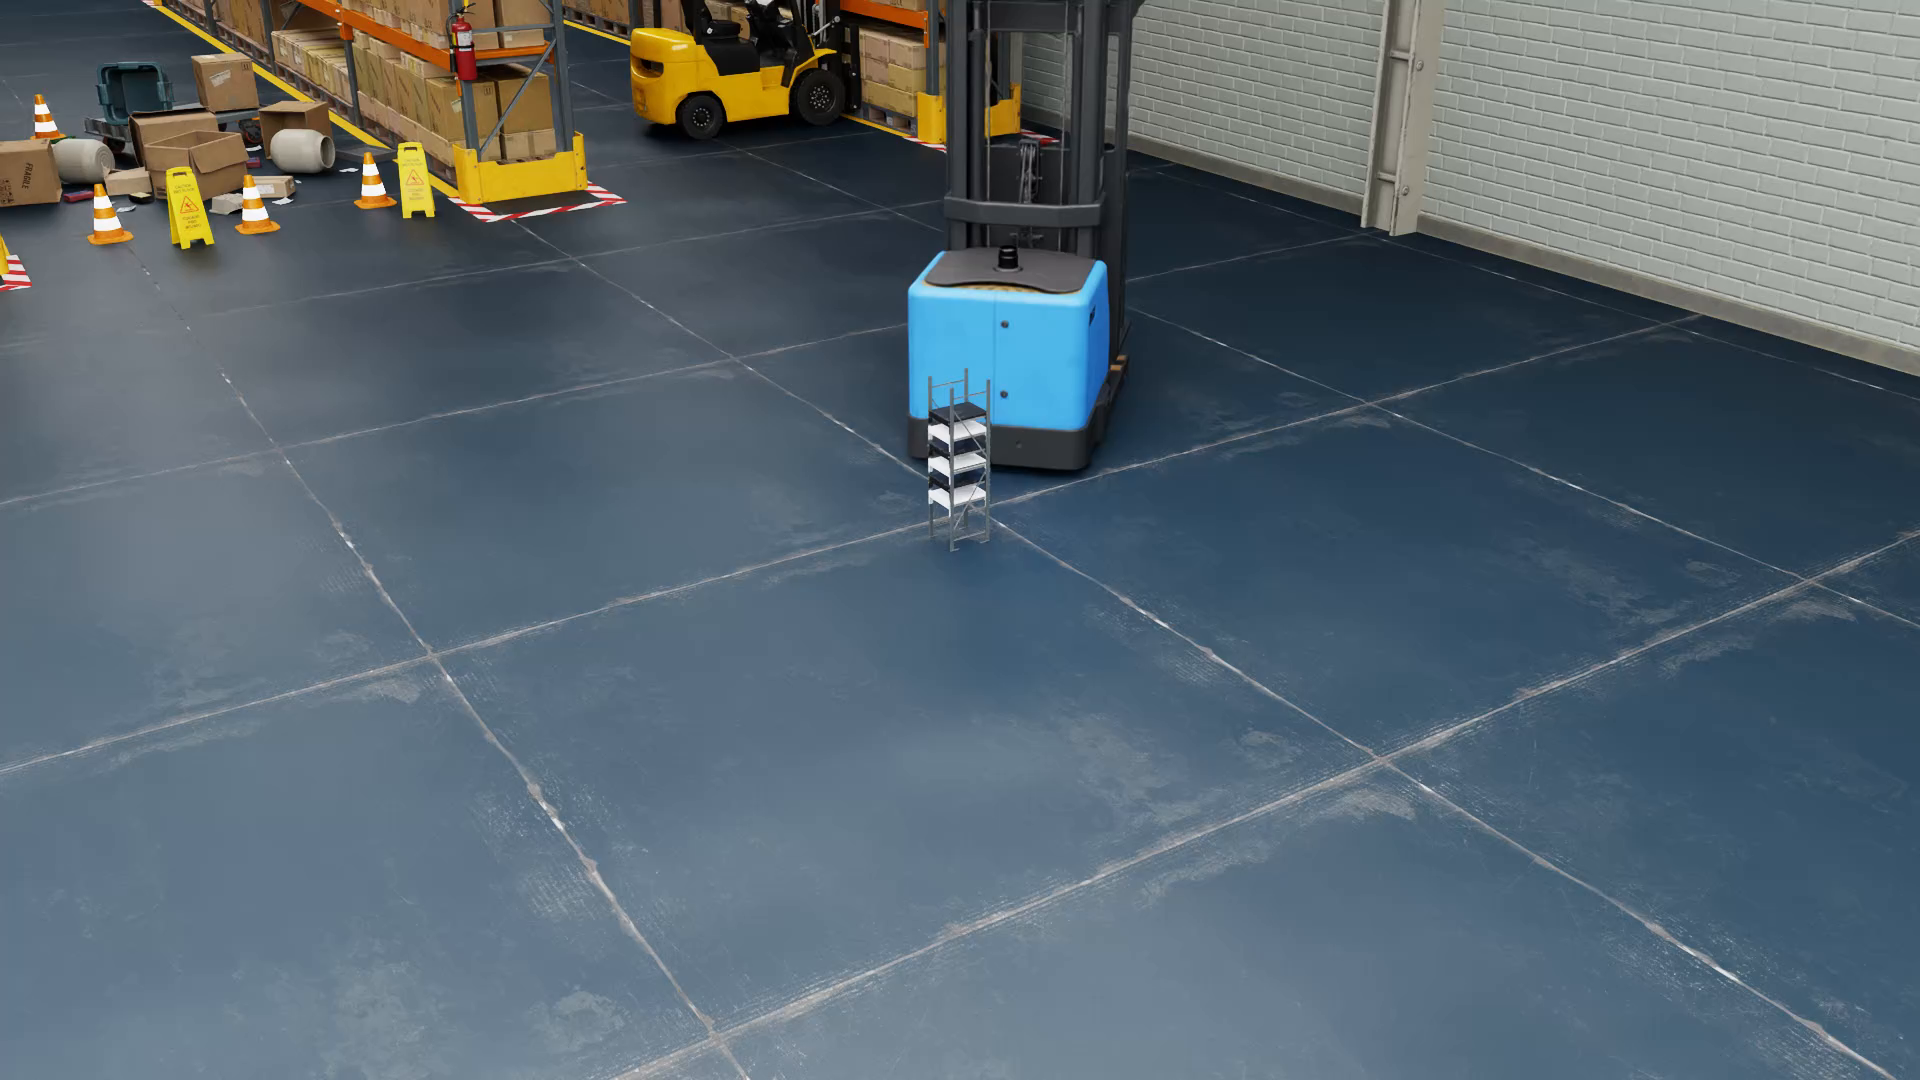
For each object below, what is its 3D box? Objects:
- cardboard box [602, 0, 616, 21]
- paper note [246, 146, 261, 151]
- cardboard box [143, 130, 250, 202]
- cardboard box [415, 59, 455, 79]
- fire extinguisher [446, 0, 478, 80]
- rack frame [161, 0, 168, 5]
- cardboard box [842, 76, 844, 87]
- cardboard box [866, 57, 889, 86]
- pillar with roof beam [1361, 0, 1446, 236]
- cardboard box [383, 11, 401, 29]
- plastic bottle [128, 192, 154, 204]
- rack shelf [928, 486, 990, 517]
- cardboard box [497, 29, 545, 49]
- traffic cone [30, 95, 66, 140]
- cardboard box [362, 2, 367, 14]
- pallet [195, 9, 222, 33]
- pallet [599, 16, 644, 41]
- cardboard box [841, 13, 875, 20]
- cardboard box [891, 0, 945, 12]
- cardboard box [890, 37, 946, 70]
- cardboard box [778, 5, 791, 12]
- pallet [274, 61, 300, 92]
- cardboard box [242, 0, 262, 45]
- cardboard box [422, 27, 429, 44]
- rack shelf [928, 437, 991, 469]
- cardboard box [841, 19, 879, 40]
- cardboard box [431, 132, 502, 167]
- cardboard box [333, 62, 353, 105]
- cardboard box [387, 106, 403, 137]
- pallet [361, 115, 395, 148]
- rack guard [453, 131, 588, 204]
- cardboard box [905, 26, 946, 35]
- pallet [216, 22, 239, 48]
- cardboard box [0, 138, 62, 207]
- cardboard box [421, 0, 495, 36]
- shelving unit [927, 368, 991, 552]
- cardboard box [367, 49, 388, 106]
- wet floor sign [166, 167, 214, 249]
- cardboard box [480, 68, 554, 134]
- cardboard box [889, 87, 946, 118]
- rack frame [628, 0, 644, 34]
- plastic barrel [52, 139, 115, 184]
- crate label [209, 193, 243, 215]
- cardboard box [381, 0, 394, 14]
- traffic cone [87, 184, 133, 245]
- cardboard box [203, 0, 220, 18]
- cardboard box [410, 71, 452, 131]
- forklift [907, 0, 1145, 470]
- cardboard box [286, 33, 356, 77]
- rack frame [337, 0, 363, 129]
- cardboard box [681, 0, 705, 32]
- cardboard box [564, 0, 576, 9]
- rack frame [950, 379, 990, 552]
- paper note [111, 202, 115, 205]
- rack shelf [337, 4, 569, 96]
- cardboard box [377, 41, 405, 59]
[{"bbox_3d":[-4.951,-7.962,24.539,0.500,0.500,0.500,-16,30,-30],"label":"cardboard box"},{"bbox_3d":[-7.388,-4.102,17.403,0.148,0.019,0.142,-16,29,-30],"label":"paper note"},{"bbox_3d":[-7.145,-3.510,15.596,0.637,0.503,0.797,7,26,15],"label":"cardboard box"},{"bbox_3d":[-4.977,-4.521,15.904,0.380,0.149,0.250,-15,29,-28],"label":"cardboard box"},{"bbox_3d":[-4.388,-4.417,14.684,0.296,0.674,0.183,-16,29,-30],"label":"fire extinguisher"},{"bbox_3d":[-12.799,-10.323,27.104,1.000,3.000,0.127,-16,29,-30],"label":"rack frame"},{"bbox_3d":[-1.261,-5.341,19.280,0.500,0.250,0.500,-15,29,-28],"label":"cardboard box"},{"bbox_3d":[-0.700,-5.214,18.425,0.500,0.250,0.500,-16,30,-30],"label":"cardboard box"},{"bbox_3d":[0.136,-5.781,10.456,9.100,9.000,0.400,-16,29,-30],"label":"pillar with roof beam"},{"bbox_3d":[-5.494,-5.187,16.518,0.380,0.149,0.250,-16,29,-30],"label":"cardboard box"},{"bbox_3d":[-7.599,-3.172,15.398,0.283,0.061,0.133,18,31,33],"label":"plastic bottle"},{"bbox_3d":[-0.004,-0.217,8.655,0.258,0.077,0.200,-16,29,-30],"label":"rack shelf"},{"bbox_3d":[-4.077,-4.657,15.395,0.380,0.149,0.250,-15,29,-29],"label":"cardboard box"},{"bbox_3d":[-9.807,-4.526,17.795,0.336,0.463,0.334,-16,29,-30],"label":"traffic cone"},{"bbox_3d":[-5.993,-5.564,17.317,0.380,0.149,0.250,-16,29,-30],"label":"cardboard box"},{"bbox_3d":[-10.965,-7.922,25.284,1.003,0.211,1.213,-16,29,-30],"label":"pallet"},{"bbox_3d":[-4.651,-7.635,24.676,1.003,0.211,1.213,-16,29,-30],"label":"pallet"},{"bbox_3d":[-1.107,-6.095,19.706,0.500,0.250,0.500,-15,29,-29],"label":"cardboard box"},{"bbox_3d":[-0.397,-5.919,17.657,0.500,0.500,0.500,-16,30,-31],"label":"cardboard box"},{"bbox_3d":[-0.421,-5.249,17.914,0.500,0.250,0.500,-14,29,-28],"label":"cardboard box"},{"bbox_3d":[-2.090,-6.342,20.228,0.500,0.250,0.500,-16,30,-30],"label":"cardboard box"},{"bbox_3d":[-8.007,-5.921,21.046,1.003,0.211,1.213,-16,29,-30],"label":"pallet"},{"bbox_3d":[-9.223,-7.278,22.649,0.875,0.875,0.875,-15,29,-29],"label":"cardboard box"},{"bbox_3d":[-4.801,-4.732,15.555,0.380,0.149,0.250,-16,30,-30],"label":"cardboard box"},{"bbox_3d":[-0.004,-0.461,8.540,0.258,0.077,0.200,-16,29,-30],"label":"rack shelf"},{"bbox_3d":[-1.258,-5.792,19.063,0.500,0.250,0.500,-16,30,-31],"label":"cardboard box"},{"bbox_3d":[-4.745,-3.782,15.977,0.500,0.250,0.500,-16,29,-30],"label":"cardboard box"},{"bbox_3d":[-6.537,-5.220,18.880,0.950,0.372,0.625,-15,29,-29],"label":"cardboard box"},{"bbox_3d":[-5.560,-4.326,17.130,0.500,0.250,0.500,-16,30,-30],"label":"cardboard box"},{"bbox_3d":[-5.852,-4.538,18.116,1.003,0.211,1.213,-16,29,-30],"label":"pallet"},{"bbox_3d":[-4.106,-3.497,15.573,1.175,0.500,0.348,-16,29,-30],"label":"rack guard"},{"bbox_3d":[-0.288,-5.551,18.553,0.500,0.250,0.500,-15,29,-29],"label":"cardboard box"},{"bbox_3d":[-10.131,-7.373,24.122,1.003,0.211,1.213,-16,29,-30],"label":"pallet"},{"bbox_3d":[-8.633,-3.396,15.356,0.500,0.500,0.500,-10,27,-21],"label":"cardboard box"},{"bbox_3d":[-4.592,-4.910,15.172,0.500,0.500,0.500,-16,30,-30],"label":"cardboard box"},{"bbox_3d":[-0.004,-0.410,8.564,0.258,0.900,0.210,-16,29,-30],"label":"shelving unit"},{"bbox_3d":[-5.850,-4.854,17.370,0.500,0.500,0.500,-14,29,-28],"label":"cardboard box"},{"bbox_3d":[-6.482,-2.797,13.920,0.267,0.644,0.232,-22,33,-38],"label":"wet floor sign"},{"bbox_3d":[-4.287,-4.248,16.084,0.500,0.500,0.500,-17,30,-31],"label":"cardboard box"},{"bbox_3d":[-0.429,-4.800,18.132,0.500,0.250,0.500,-15,29,-29],"label":"cardboard box"},{"bbox_3d":[-4.275,-8.620,23.496,1.000,3.000,0.127,-16,29,-30],"label":"rack frame"},{"bbox_3d":[-8.436,-3.628,15.940,0.512,0.421,0.421,3,25,6],"label":"plastic barrel"},{"bbox_3d":[-6.606,-3.046,15.041,0.298,0.136,0.250,12,28,24],"label":"crate label"},{"bbox_3d":[-5.392,-5.456,16.328,0.500,0.500,0.500,-15,29,-29],"label":"cardboard box"},{"bbox_3d":[-7.257,-2.785,14.107,0.336,0.463,0.334,-16,29,-30],"label":"traffic cone"},{"bbox_3d":[-10.868,-8.174,25.060,0.875,0.438,0.875,-16,30,-30],"label":"cardboard box"},{"bbox_3d":[-5.008,-4.298,16.191,0.500,0.500,0.500,-14,29,-28],"label":"cardboard box"},{"bbox_3d":[0.509,-2.325,10.243,1.130,2.935,3.031,5,26,11],"label":"forklift"},{"bbox_3d":[-7.722,-5.997,20.526,0.950,0.372,0.625,-16,30,-31],"label":"cardboard box"},{"bbox_3d":[-6.248,-6.031,18.012,1.000,3.000,0.127,-16,29,-30],"label":"rack frame"},{"bbox_3d":[-3.215,-7.037,22.433,0.875,0.625,0.625,-17,30,-32],"label":"cardboard box"},{"bbox_3d":[-5.816,-8.517,25.715,0.500,0.500,0.500,-17,30,-31],"label":"cardboard box"},{"bbox_3d":[0.051,-0.373,8.487,0.240,0.900,0.006,-16,29,-30],"label":"rack frame"},{"bbox_3d":[-7.805,-3.095,15.294,0.032,0.001,0.123,-1,25,-3],"label":"paper note"},{"bbox_3d":[-5.157,-4.991,16.651,1.077,0.370,4.000,-16,29,-30],"label":"rack shelf"},{"bbox_3d":[-5.703,-4.999,16.916,0.380,0.149,0.250,-14,29,-27],"label":"cardboard box"}]
